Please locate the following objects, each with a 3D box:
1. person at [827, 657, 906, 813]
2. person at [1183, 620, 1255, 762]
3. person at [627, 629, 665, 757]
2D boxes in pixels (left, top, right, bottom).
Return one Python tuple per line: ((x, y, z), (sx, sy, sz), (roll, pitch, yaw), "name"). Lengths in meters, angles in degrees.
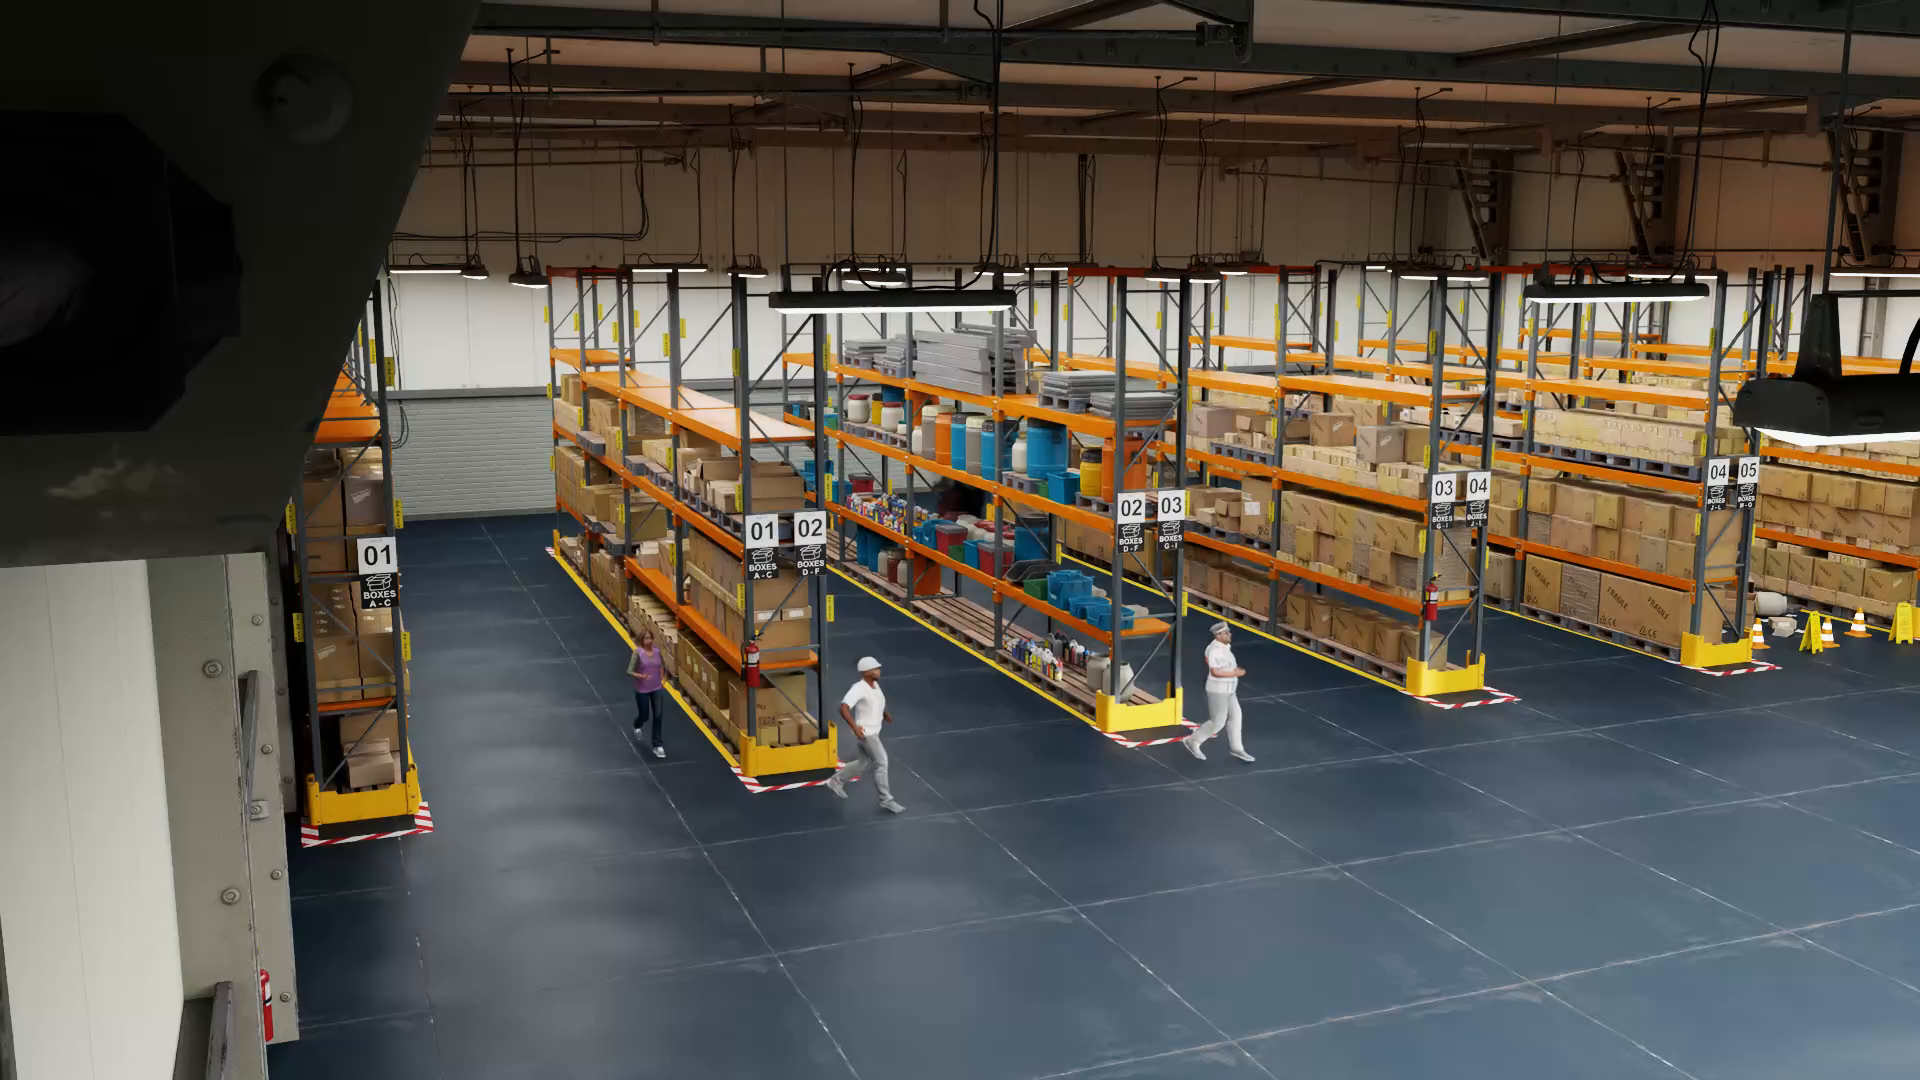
((-1.075, 2.198, 18.983), (0.943, 1.770, 0.719), (1, 10, 8), "person")
((3.242, 1.885, 20.672), (0.869, 1.811, 0.666), (3, 10, 17), "person")
((-3.939, 1.902, 21.052), (0.541, 1.568, 0.867), (-5, 11, -28), "person")
